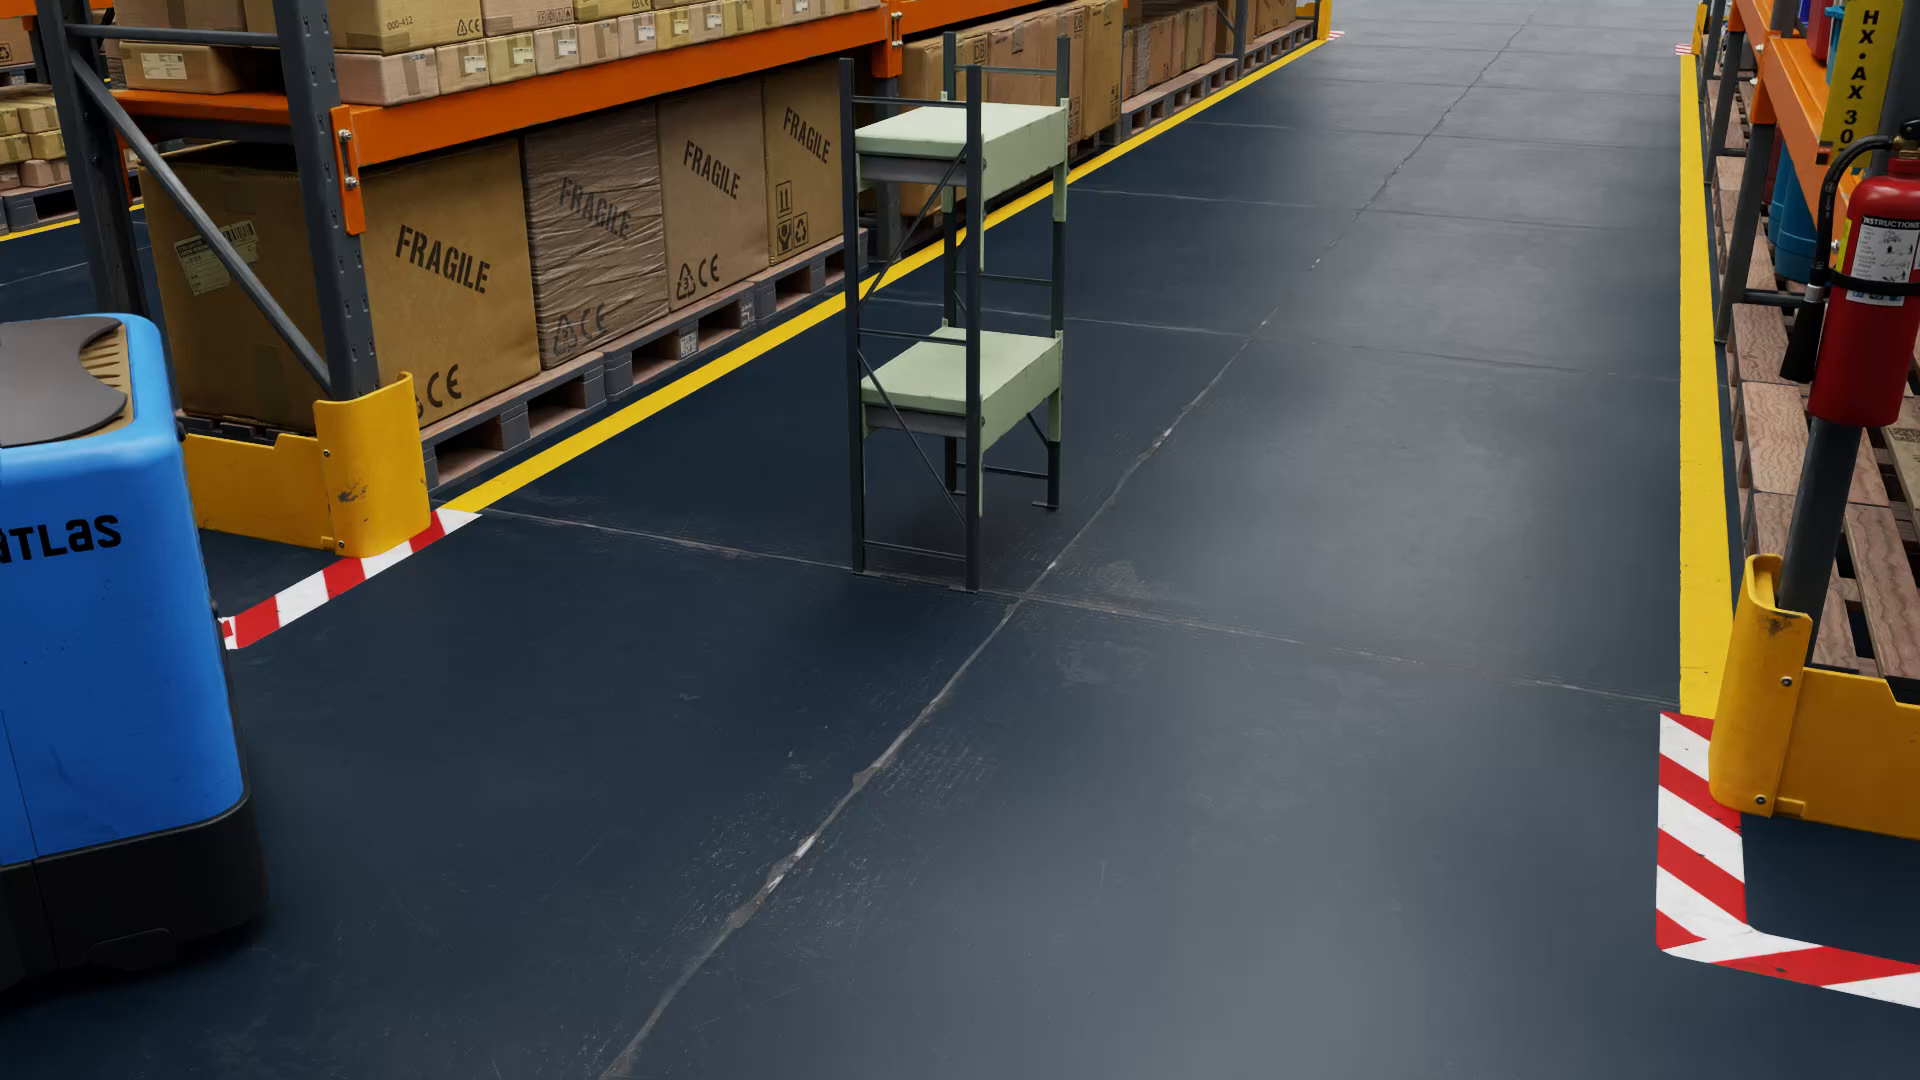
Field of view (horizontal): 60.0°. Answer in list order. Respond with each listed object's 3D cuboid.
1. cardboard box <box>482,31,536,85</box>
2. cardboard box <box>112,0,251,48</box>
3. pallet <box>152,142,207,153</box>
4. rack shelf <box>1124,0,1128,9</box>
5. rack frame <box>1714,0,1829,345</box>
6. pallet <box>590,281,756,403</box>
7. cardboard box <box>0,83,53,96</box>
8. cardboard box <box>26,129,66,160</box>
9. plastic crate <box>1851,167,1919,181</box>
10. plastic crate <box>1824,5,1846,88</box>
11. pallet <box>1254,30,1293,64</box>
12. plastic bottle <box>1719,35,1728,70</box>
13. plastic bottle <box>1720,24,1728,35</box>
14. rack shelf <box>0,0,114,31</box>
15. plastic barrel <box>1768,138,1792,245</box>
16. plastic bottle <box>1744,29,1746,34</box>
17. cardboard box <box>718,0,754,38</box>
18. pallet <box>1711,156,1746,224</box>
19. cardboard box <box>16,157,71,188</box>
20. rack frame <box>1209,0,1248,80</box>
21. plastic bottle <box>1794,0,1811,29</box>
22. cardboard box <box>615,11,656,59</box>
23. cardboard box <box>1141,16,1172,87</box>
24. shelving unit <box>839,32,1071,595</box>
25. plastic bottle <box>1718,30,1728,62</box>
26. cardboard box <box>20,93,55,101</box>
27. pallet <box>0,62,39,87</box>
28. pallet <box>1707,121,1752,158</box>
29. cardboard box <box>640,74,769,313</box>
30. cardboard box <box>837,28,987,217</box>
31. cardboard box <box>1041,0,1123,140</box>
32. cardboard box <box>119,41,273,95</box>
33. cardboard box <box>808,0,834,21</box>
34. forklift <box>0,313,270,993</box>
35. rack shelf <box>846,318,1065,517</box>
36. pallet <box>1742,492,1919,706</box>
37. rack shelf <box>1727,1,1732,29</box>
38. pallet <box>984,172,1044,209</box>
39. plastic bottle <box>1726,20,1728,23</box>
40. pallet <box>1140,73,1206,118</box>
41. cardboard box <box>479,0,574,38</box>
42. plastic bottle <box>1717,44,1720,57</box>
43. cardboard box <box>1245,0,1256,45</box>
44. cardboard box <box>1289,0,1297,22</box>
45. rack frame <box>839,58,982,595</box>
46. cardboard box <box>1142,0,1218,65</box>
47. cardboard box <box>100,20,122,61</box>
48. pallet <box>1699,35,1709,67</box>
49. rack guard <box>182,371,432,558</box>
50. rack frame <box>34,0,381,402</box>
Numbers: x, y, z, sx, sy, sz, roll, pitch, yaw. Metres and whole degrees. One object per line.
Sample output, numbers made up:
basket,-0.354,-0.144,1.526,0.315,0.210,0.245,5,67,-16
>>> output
cardboard box,-1.655,-1.621,5.565,0.380,0.149,0.250,8,24,19
cardboard box,-2.348,-1.753,5.363,0.500,0.250,0.500,8,24,19
pallet,-5.076,-2.643,11.304,1.003,0.211,1.213,9,24,20
rack shelf,1.432,-4.720,13.591,1.077,0.370,4.000,9,24,20
rack frame,3.802,-2.196,6.615,1.000,3.000,0.127,9,24,20
pallet,-1.603,-0.919,7.176,1.003,0.211,1.213,9,24,20
cardboard box,-5.684,-2.710,10.229,0.380,0.149,0.250,10,25,22
cardboard box,-5.358,-2.311,9.660,0.380,0.149,0.250,8,24,18
plastic crate,2.268,-0.955,3.520,0.616,0.435,0.499,9,24,20
plastic crate,2.841,-1.486,5.056,0.416,0.233,0.300,9,24,20
pallet,2.844,-5.164,17.340,1.003,0.211,1.213,9,24,20
plastic bottle,6.646,-4.227,14.433,0.061,0.283,0.133,10,25,23
plastic bottle,7.132,-4.671,15.511,0.097,0.271,0.097,0,23,0
rack shelf,-6.107,-2.603,8.524,1.077,0.370,4.000,9,24,20
plastic barrel,4.283,-1.867,8.005,0.600,0.901,0.708,9,24,20
plastic bottle,7.042,-4.459,14.986,0.061,0.283,0.133,9,24,20
cardboard box,-1.082,-2.173,6.886,0.380,0.149,0.250,8,24,19
pallet,5.034,-2.052,9.889,1.003,0.211,1.213,9,24,20
cardboard box,-5.406,-2.155,9.672,0.380,0.149,0.250,8,24,18
rack frame,2.175,-5.768,15.166,1.000,3.000,0.127,9,24,20
plastic bottle,3.649,-2.326,7.087,0.152,0.276,0.135,9,24,20
cardboard box,-1.368,-1.898,6.227,0.380,0.149,0.250,8,24,19
cardboard box,1.318,-4.033,13.685,0.700,0.500,0.500,11,25,24
shelving unit,0.002,-0.694,4.967,0.431,1.500,0.755,9,24,20
plastic bottle,6.839,-4.413,14.876,0.061,0.283,0.133,11,25,24
cardboard box,-5.312,-2.542,9.826,0.380,0.149,0.250,9,24,21
pallet,-8.874,-4.197,15.024,1.003,0.211,1.213,9,24,20
pallet,5.612,-2.612,11.230,1.003,0.211,1.213,9,24,20
cardboard box,-1.450,-1.571,7.332,0.875,0.875,0.875,9,24,20
cardboard box,-0.577,-2.350,9.196,1.225,0.875,0.875,9,24,20
cardboard box,0.414,-3.306,11.484,1.225,0.875,0.875,8,24,18
cardboard box,-2.455,-1.532,5.352,0.380,0.149,0.250,9,24,21
cardboard box,-0.796,-2.449,7.547,0.380,0.149,0.250,8,24,19
forklift,-2.941,-0.466,2.564,3.031,2.935,1.130,-11,25,-24
rack shelf,0.002,-0.394,5.092,0.431,0.370,0.720,9,24,20
pallet,2.659,0.233,4.419,1.003,0.211,1.213,9,24,20
rack shelf,6.031,-4.011,11.894,1.077,0.370,4.000,9,24,20
pallet,-0.128,-2.343,10.586,1.003,0.211,1.213,9,24,20
plastic bottle,7.297,-4.830,15.890,0.097,0.271,0.097,0,23,0
pallet,1.436,-3.764,13.987,1.003,0.211,1.213,9,24,20
cardboard box,-1.666,-1.861,5.623,0.500,0.250,0.500,8,24,19
plastic bottle,7.019,-4.530,15.263,0.097,0.201,0.097,0,23,0
cardboard box,2.567,-5.151,16.389,0.500,0.500,0.500,18,29,37
cardboard box,3.414,-6.018,18.465,0.500,0.500,0.500,14,26,30
rack frame,-0.133,-0.563,4.653,0.400,1.500,0.023,9,24,20
cardboard box,1.927,-4.601,15.045,0.700,0.500,0.500,7,24,16
cardboard box,-5.322,-3.340,11.080,0.500,0.250,0.500,8,24,19
pallet,7.968,-4.879,16.657,1.003,0.211,1.213,9,24,20
rack guard,-2.291,-0.311,5.347,1.175,0.500,0.348,9,24,20
rack frame,-2.282,-1.473,4.886,1.000,3.000,0.127,9,24,20
